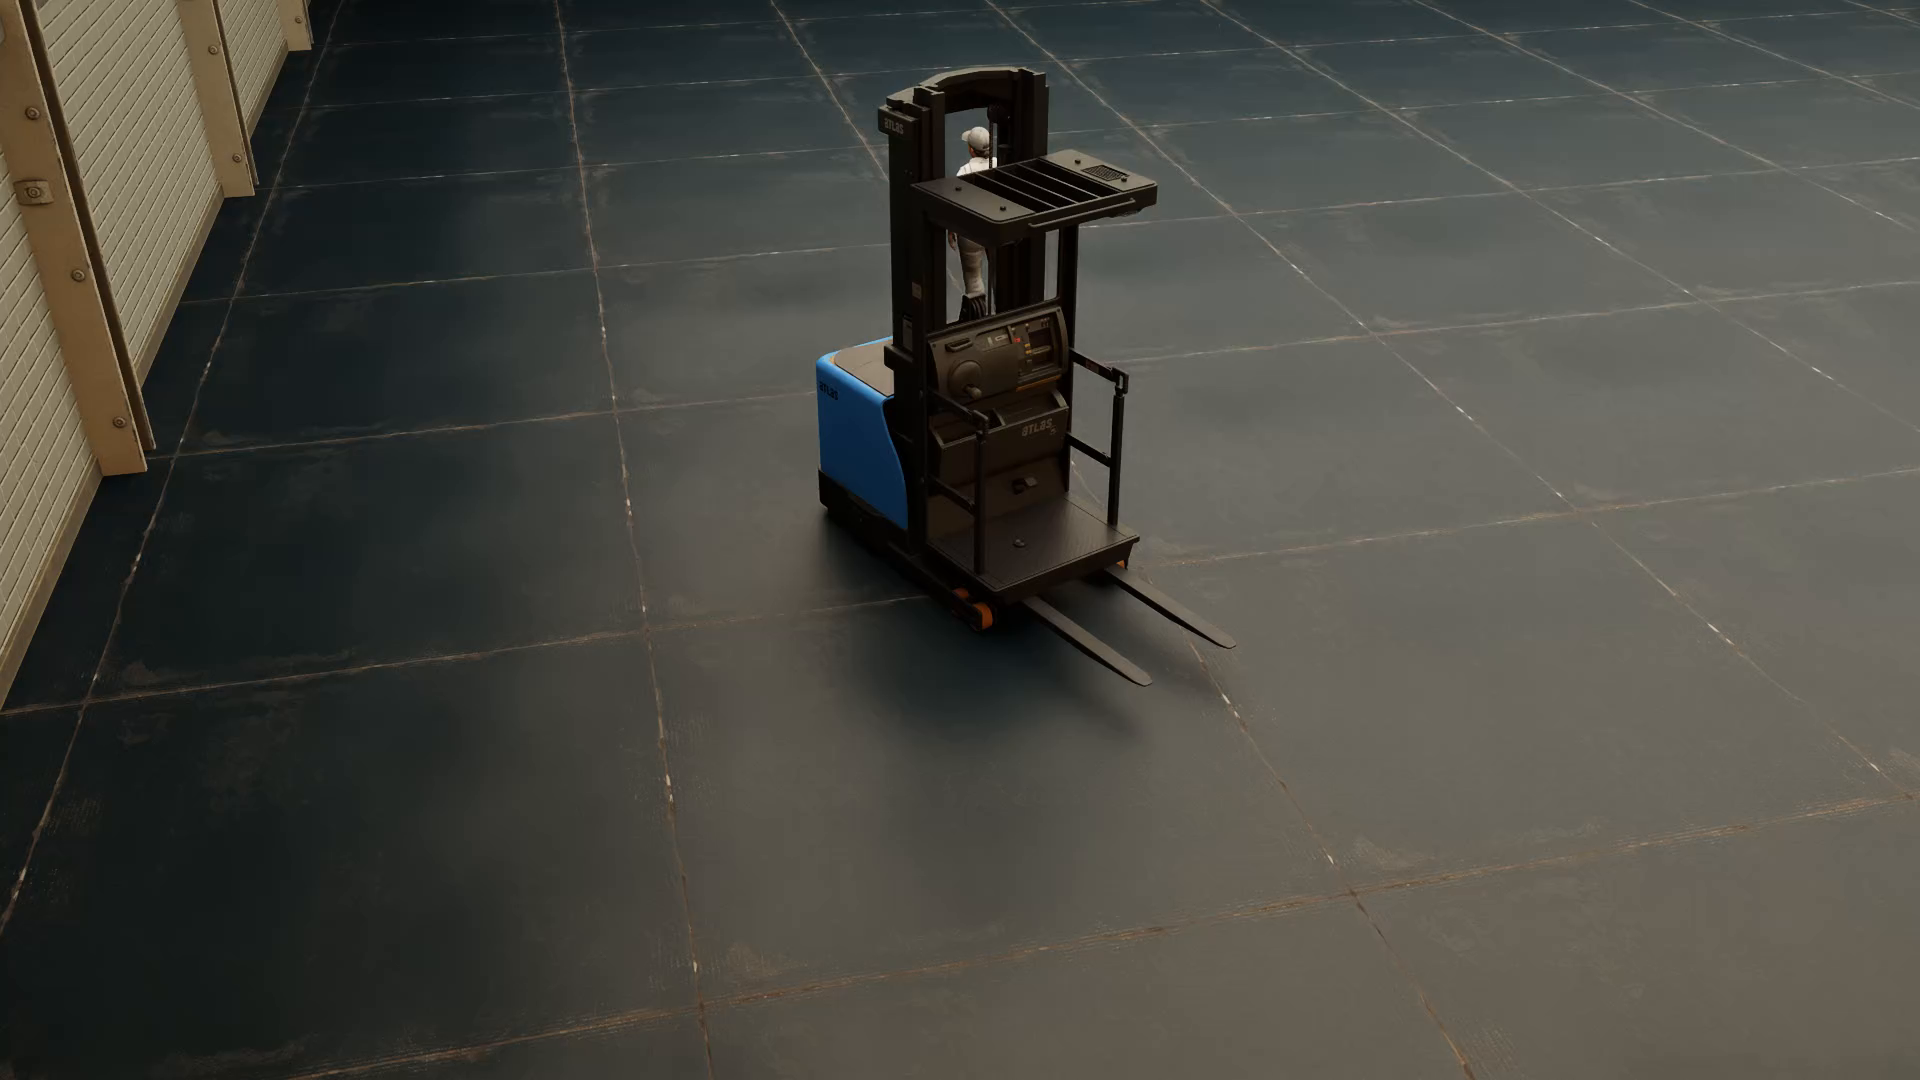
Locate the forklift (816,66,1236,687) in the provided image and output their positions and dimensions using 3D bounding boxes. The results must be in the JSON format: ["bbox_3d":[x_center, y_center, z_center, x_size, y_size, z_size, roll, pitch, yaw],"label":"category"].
[{"bbox_3d":[0.355,-1.021,9.338,1.130,2.935,3.031,-20,35,-30],"label":"forklift"}]

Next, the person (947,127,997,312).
[{"bbox_3d":[0.165,-2.446,13.046,0.598,1.670,0.529,-10,31,-16],"label":"person"}]
